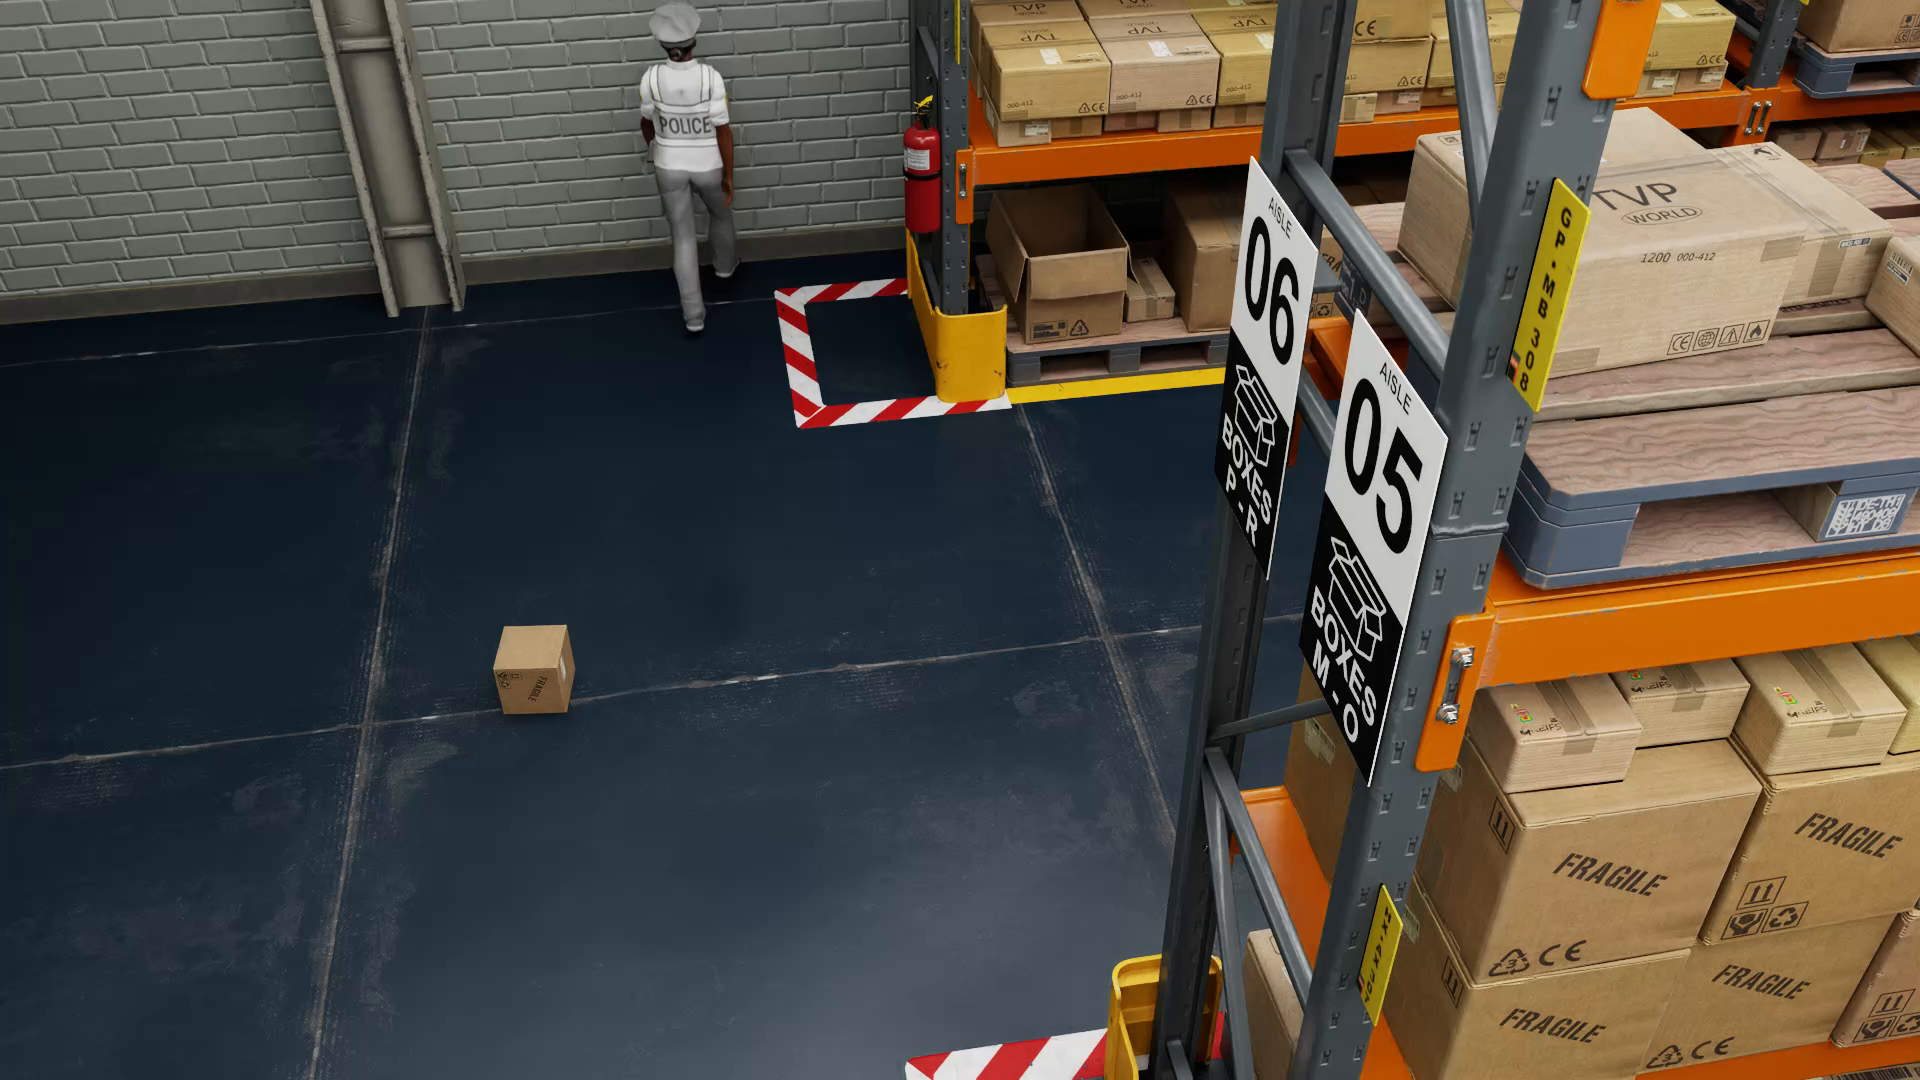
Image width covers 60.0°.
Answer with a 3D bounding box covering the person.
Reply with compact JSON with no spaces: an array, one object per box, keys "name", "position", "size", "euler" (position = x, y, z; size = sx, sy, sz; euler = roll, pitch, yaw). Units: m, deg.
[{"name":"person","position":[-1.393,-1.984,8.569],"size":[0.455,1.661,0.831],"euler":[-5,39,-7]}]
